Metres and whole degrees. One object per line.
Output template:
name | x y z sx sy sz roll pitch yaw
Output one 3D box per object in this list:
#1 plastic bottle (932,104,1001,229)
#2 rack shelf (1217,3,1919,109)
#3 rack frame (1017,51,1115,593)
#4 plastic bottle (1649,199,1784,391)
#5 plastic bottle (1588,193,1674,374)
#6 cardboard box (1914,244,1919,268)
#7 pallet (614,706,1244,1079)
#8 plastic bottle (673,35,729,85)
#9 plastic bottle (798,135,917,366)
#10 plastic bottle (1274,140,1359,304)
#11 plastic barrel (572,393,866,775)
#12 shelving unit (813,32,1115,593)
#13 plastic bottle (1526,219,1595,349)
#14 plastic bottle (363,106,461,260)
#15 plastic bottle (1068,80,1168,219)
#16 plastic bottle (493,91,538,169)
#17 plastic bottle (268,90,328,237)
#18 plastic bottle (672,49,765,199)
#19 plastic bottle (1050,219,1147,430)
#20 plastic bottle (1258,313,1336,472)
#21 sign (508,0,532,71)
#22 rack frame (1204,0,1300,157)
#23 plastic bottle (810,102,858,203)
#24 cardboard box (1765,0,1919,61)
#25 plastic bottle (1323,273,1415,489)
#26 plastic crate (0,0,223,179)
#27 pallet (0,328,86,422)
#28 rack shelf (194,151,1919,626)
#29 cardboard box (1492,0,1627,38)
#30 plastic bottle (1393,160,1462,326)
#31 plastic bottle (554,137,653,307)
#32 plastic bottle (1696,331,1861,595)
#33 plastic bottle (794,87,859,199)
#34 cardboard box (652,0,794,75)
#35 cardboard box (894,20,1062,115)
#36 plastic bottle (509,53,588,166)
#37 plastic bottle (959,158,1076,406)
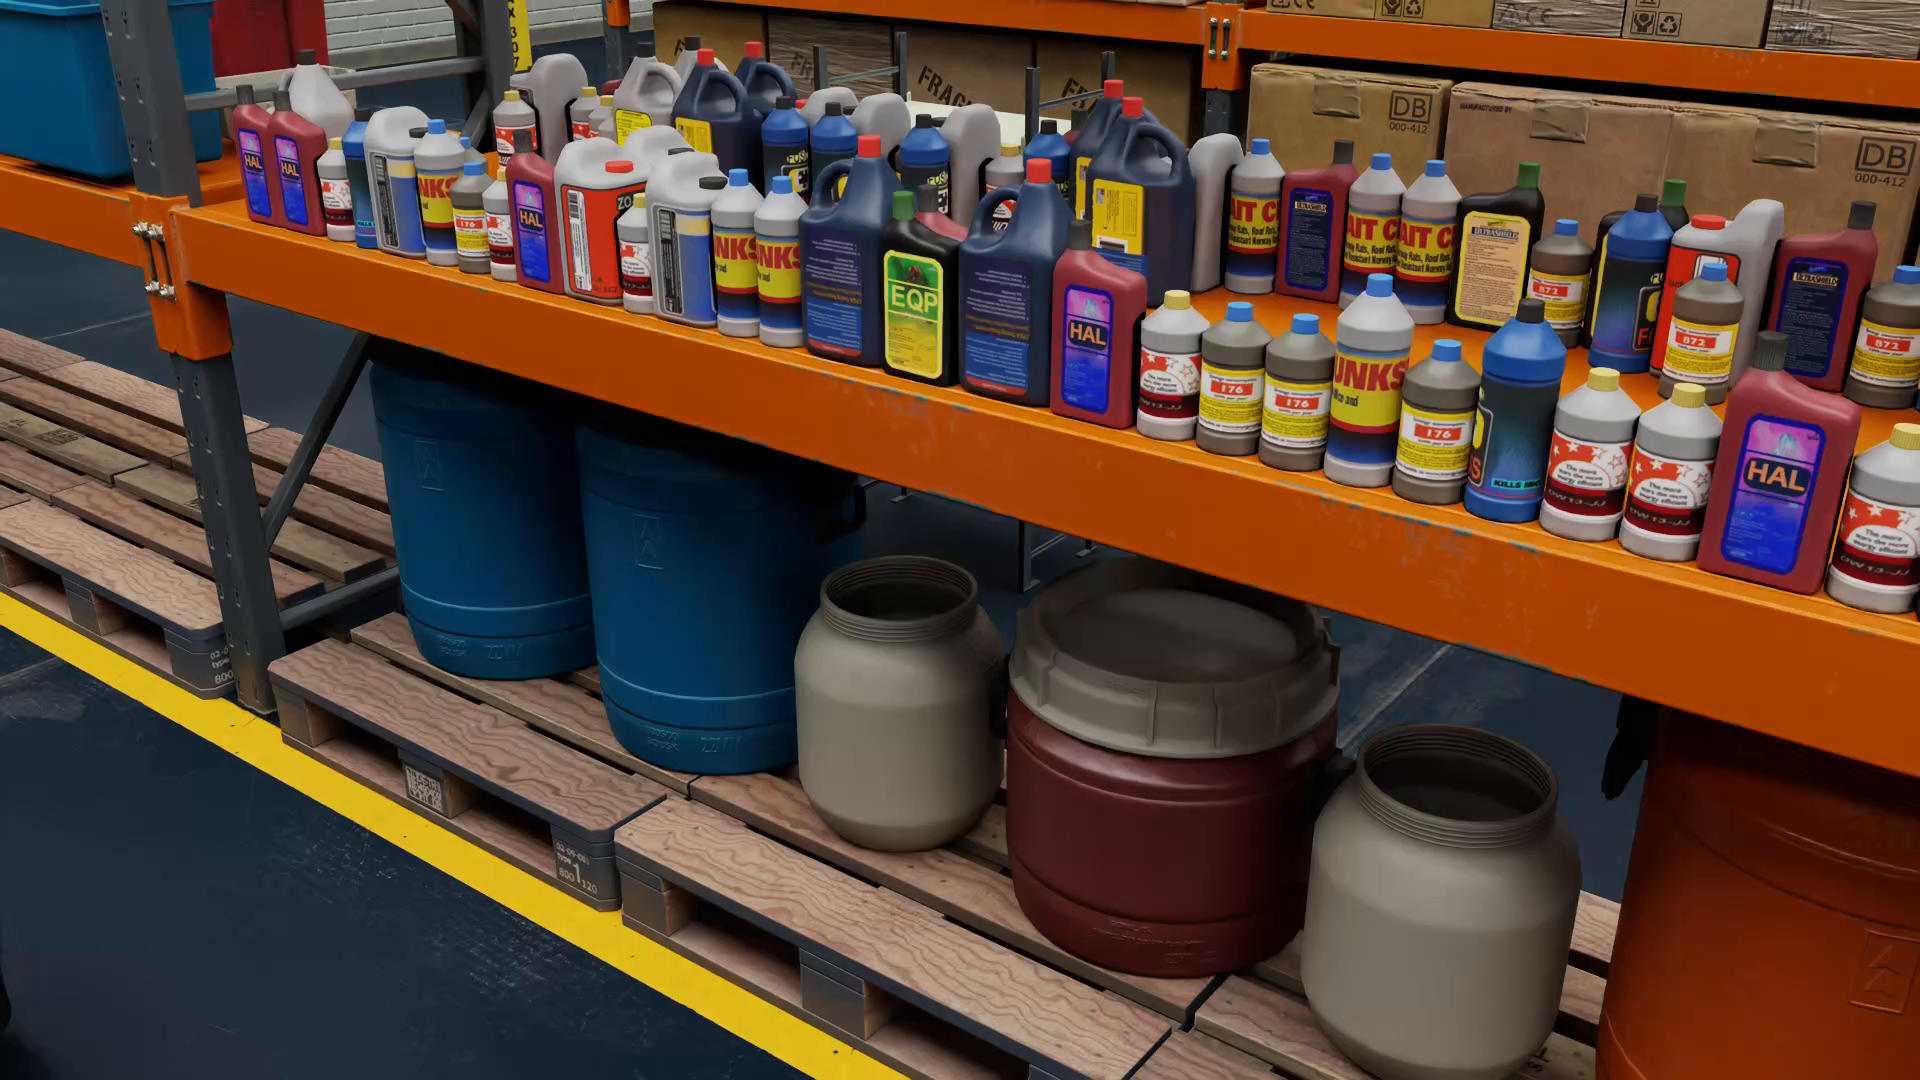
plastic bottle | -0.011 -0.746 3.378 0.135 0.276 0.152 17 29 33
rack shelf | 3.062 -1.878 6.685 4.000 0.370 1.077 17 29 33
rack frame | 0.298 -0.596 4.743 0.023 1.500 0.400 17 29 33
plastic bottle | 1.169 -0.390 2.569 0.135 0.276 0.152 17 29 33
plastic bottle | 1.056 -0.405 2.609 0.097 0.271 0.097 0 24 0
cardboard box | 4.123 -1.117 6.180 0.875 0.875 1.225 15 28 31
pallet | 0.064 0.678 3.450 1.213 0.211 1.003 17 29 33
plastic bottle | -0.577 -0.954 3.756 0.185 0.351 0.144 17 29 33
plastic bottle | -0.159 -0.469 2.655 0.185 0.351 0.144 17 29 33
plastic bottle | 0.642 -0.576 2.981 0.133 0.283 0.061 17 29 33
plastic barrel | -0.517 -0.017 3.649 0.708 0.901 0.600 17 29 33
shelving unit | 0.005 -0.685 4.944 0.755 1.500 0.431 17 29 33
plastic bottle | 0.986 -0.425 2.740 0.097 0.201 0.097 0 24 0
plastic bottle | -1.074 -0.713 3.302 0.135 0.276 0.152 17 29 33
plastic bottle | 0.304 -0.687 3.151 0.185 0.351 0.144 17 29 33
plastic bottle | -1.060 -0.966 3.970 0.097 0.201 0.097 0 24 0
plastic bottle | -1.365 -0.781 3.447 0.133 0.283 0.061 17 29 33
plastic bottle | -0.516 -0.863 3.549 0.185 0.351 0.144 17 29 33
plastic bottle | 0.198 -0.309 2.376 0.133 0.283 0.061 17 29 33
plastic bottle | 0.457 -0.202 2.236 0.097 0.201 0.097 0 24 0
sign | -1.178 -1.397 4.357 0.005 0.325 0.100 17 29 33
rack frame | 1.462 -2.691 7.638 0.127 3.000 1.000 17 29 33
plastic bottle | -0.256 -0.756 3.404 0.097 0.271 0.097 0 24 0
cardboard box | 3.306 -2.056 6.072 0.500 0.500 0.500 16 28 32
plastic bottle | 0.535 -0.211 2.168 0.097 0.271 0.097 0 24 0
plastic crate | -2.087 -1.116 4.008 0.575 0.384 0.392 17 29 33
pallet | -4.073 -0.572 6.287 1.213 0.211 1.003 17 29 33
rack shelf | 0.091 -0.370 3.019 3.809 0.124 0.919 17 29 33
cardboard box | 2.483 -2.303 6.632 0.500 0.500 0.500 16 28 32
plastic bottle | 0.801 -0.513 2.853 0.097 0.271 0.097 0 24 0
plastic bottle | -0.626 -0.578 2.995 0.135 0.276 0.152 17 29 33
plastic bottle | 0.928 -0.088 1.875 0.133 0.283 0.061 17 29 33
plastic bottle | -0.304 -0.835 3.579 0.135 0.276 0.152 17 29 33
cardboard box | -1.179 -2.749 9.884 0.875 0.875 0.875 17 29 33
cardboard box | 0.261 -2.314 8.896 0.875 0.875 0.875 17 29 33
plastic bottle | -1.000 -1.045 4.056 0.135 0.276 0.152 17 29 33
plastic bottle | 0.095 -0.392 2.480 0.185 0.351 0.144 17 29 33
